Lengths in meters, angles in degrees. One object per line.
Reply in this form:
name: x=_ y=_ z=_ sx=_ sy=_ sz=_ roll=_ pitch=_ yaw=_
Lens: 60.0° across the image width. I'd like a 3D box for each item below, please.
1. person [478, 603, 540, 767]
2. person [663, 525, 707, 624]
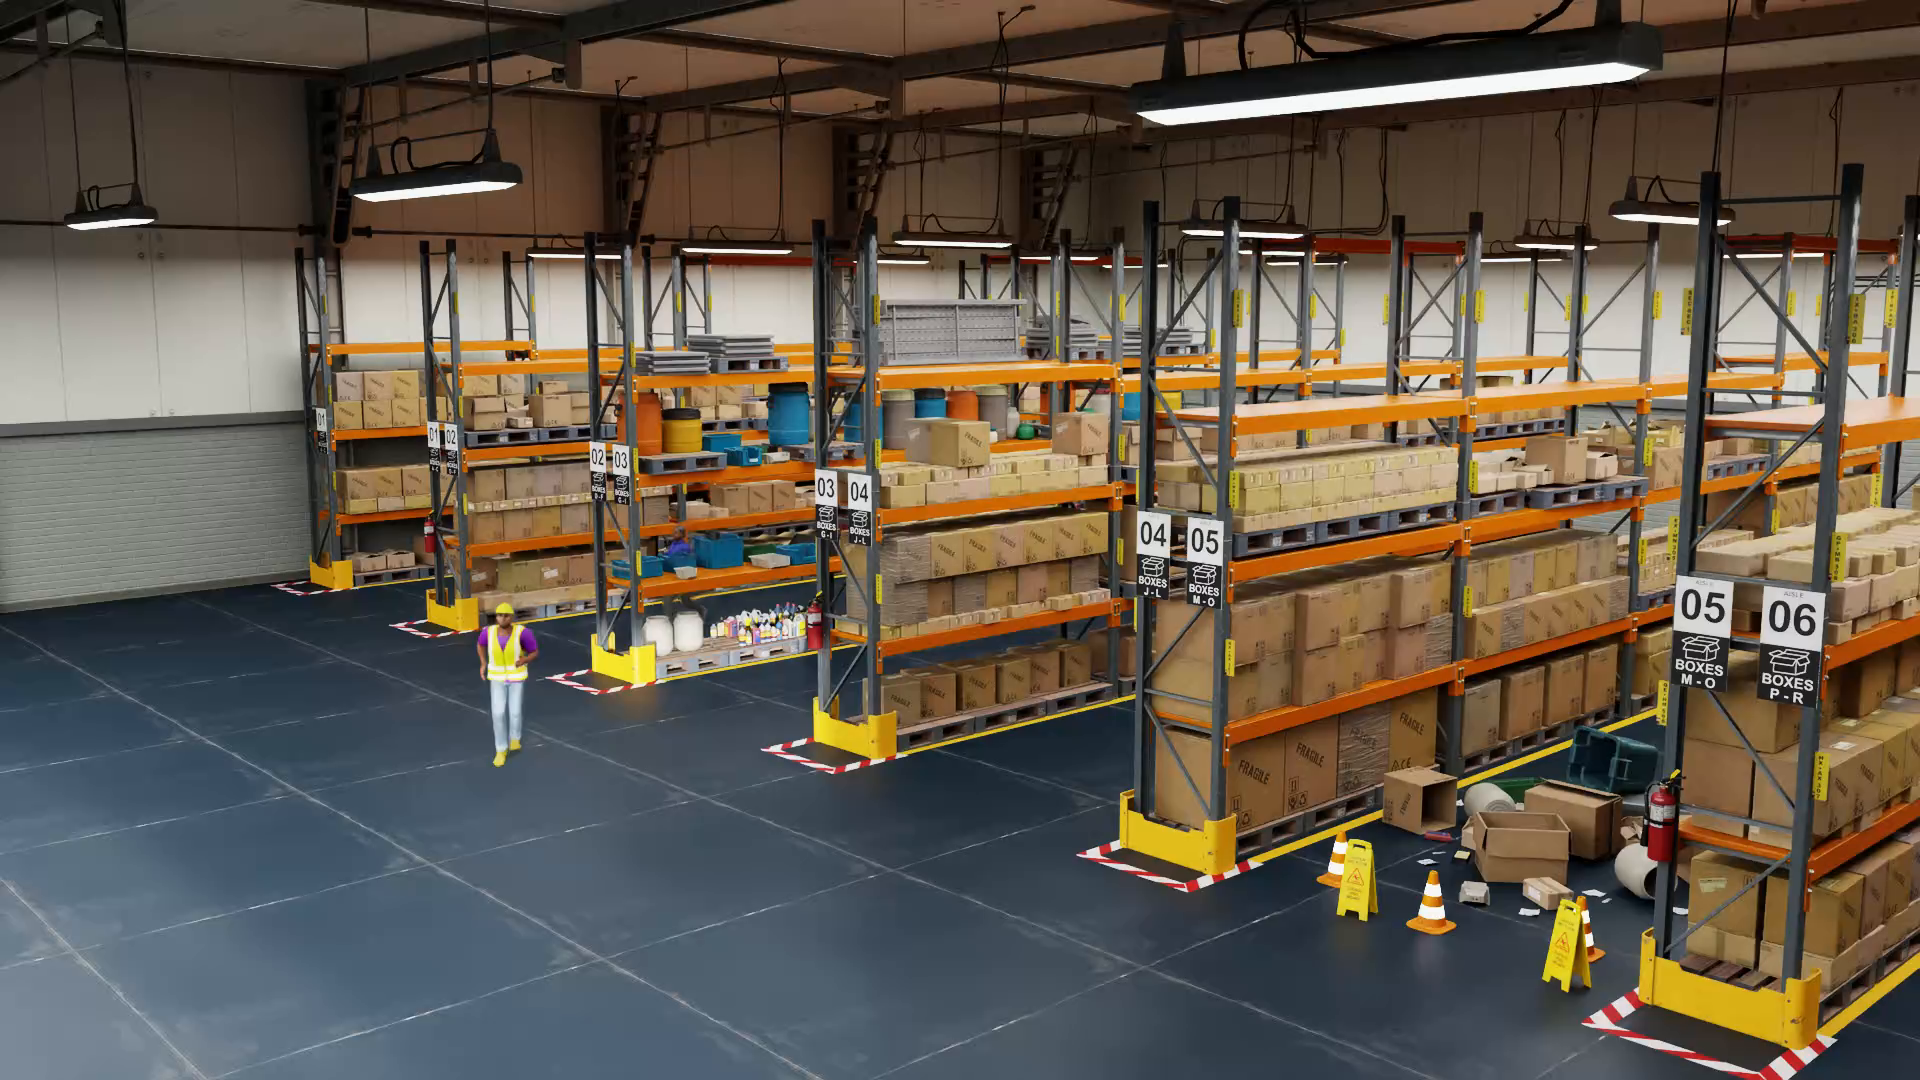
person: x=-5.041 y=1.591 z=18.598 sx=0.678 sy=1.828 sz=0.775 roll=-2 pitch=9 yaw=-13
person: x=-4.323 y=0.587 z=25.624 sx=0.583 sy=1.632 sz=0.924 roll=7 pitch=11 yaw=38
